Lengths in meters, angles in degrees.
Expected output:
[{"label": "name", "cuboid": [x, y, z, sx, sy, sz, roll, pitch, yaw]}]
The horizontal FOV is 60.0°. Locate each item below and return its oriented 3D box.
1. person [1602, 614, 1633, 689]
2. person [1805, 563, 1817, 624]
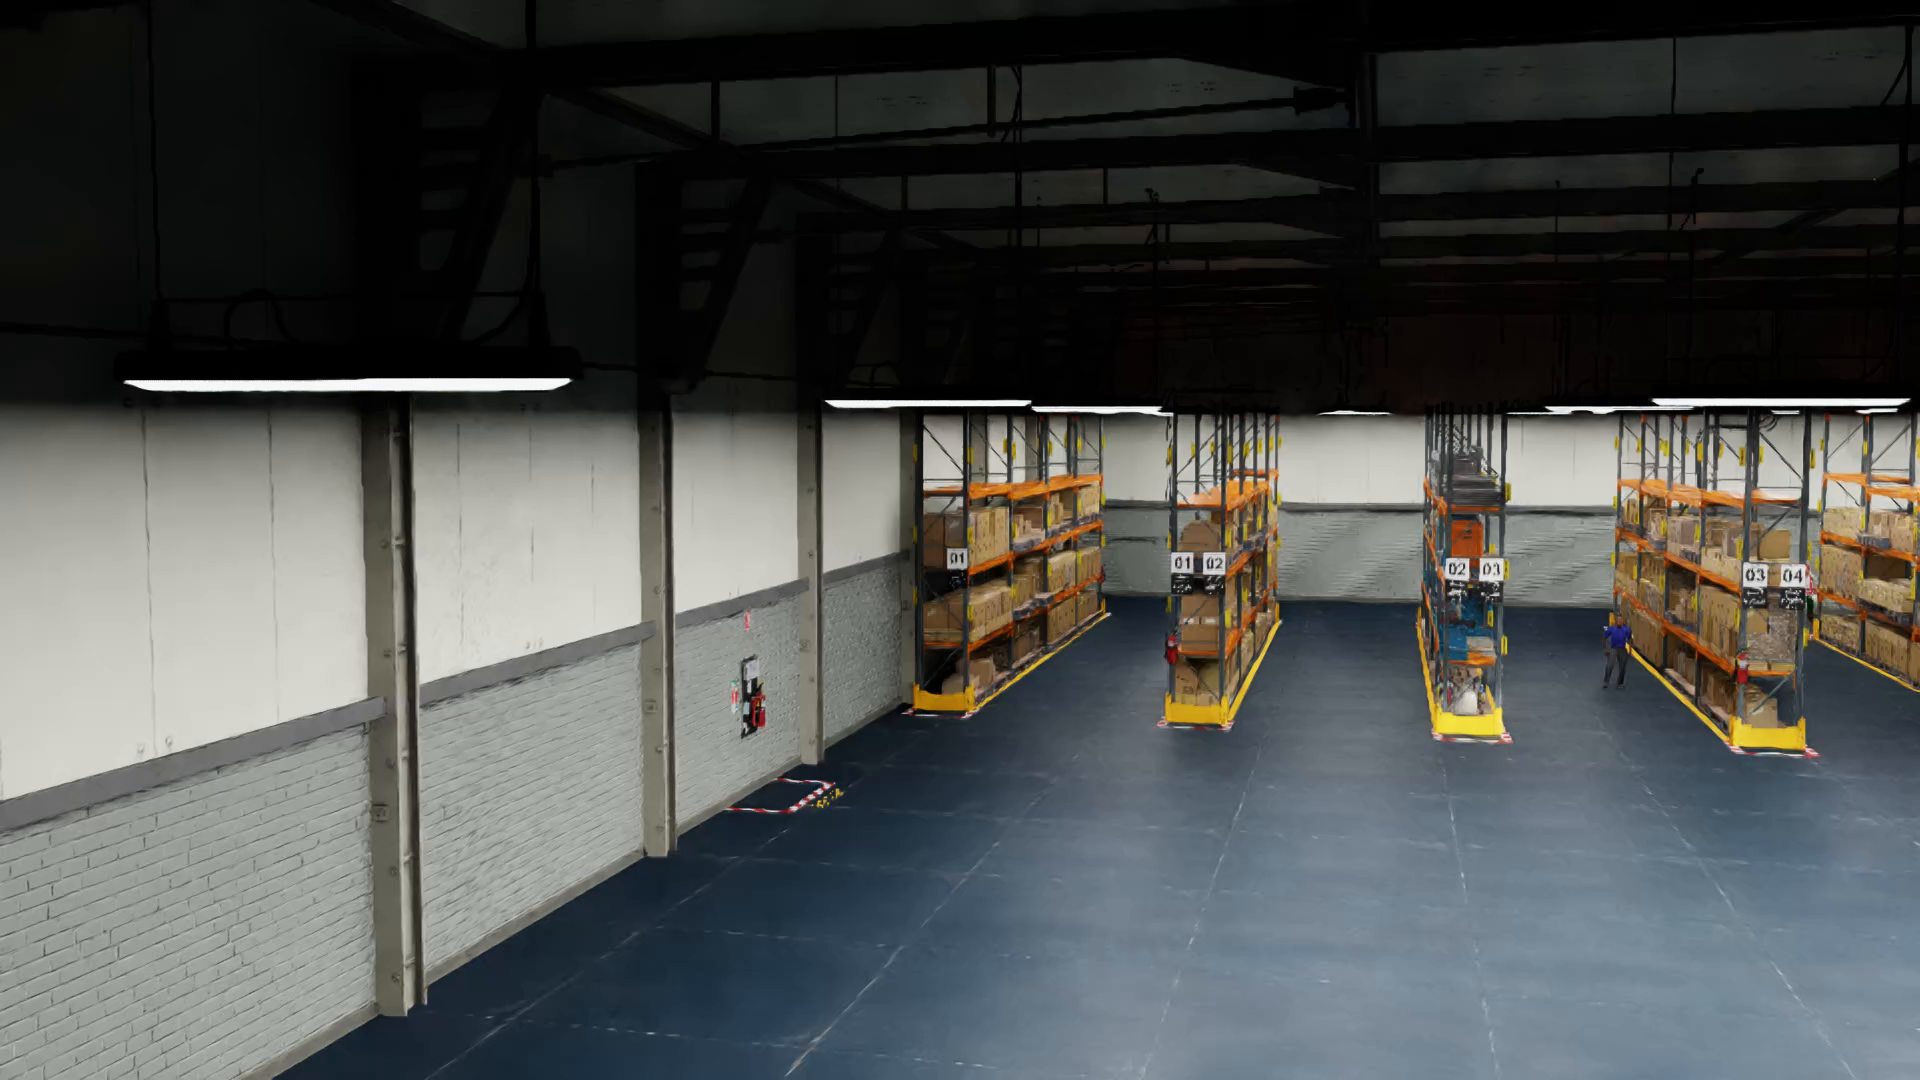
[{"label": "person", "cuboid": [13.816, 2.345, 34.997, 0.571, 1.604, 0.513, 1, 4, 12]}, {"label": "person", "cuboid": [23.192, 1.497, 45.619, 0.593, 1.744, 0.984, 3, 5, 36]}]
